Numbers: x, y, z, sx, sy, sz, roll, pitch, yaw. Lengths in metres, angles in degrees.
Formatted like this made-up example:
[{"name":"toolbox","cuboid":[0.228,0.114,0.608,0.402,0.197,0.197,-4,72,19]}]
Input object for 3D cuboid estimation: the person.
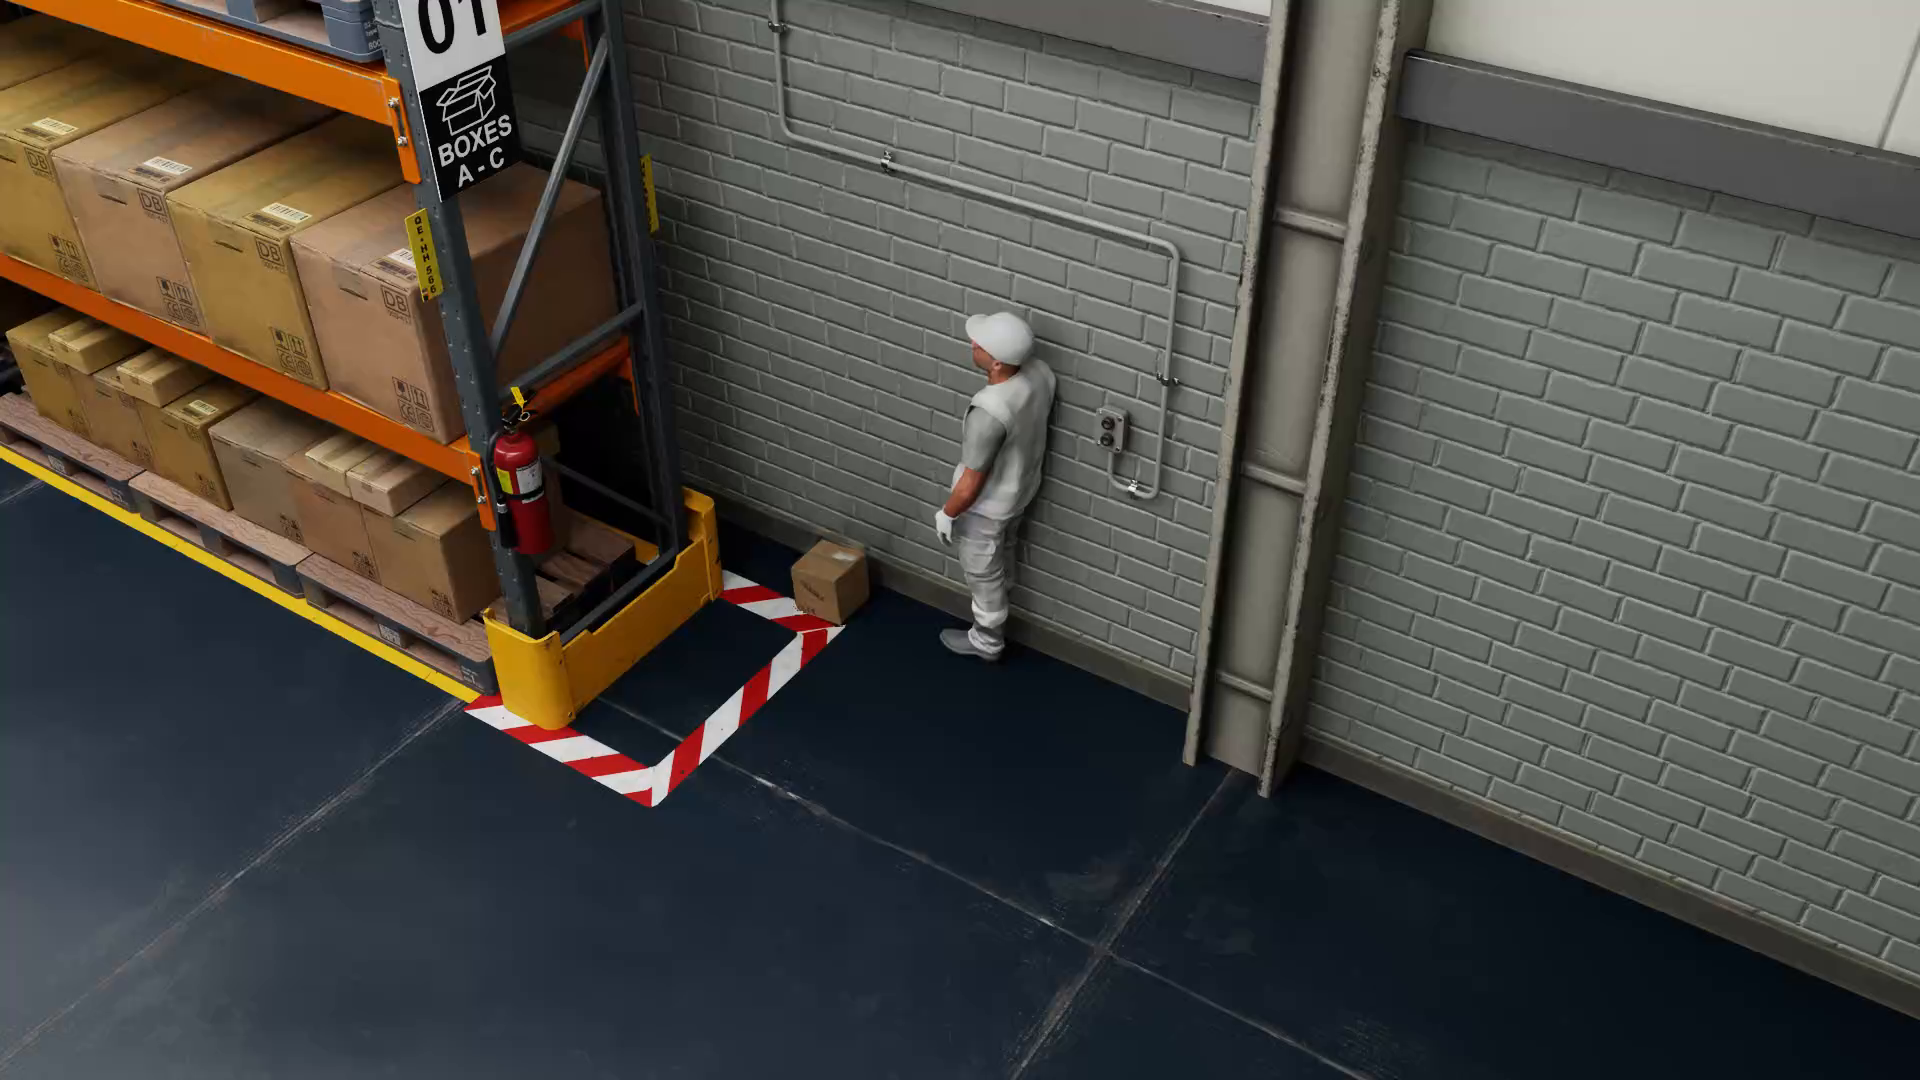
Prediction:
[{"name":"person","cuboid":[0.079,-0.224,6.933,0.566,1.788,0.620,22,43,26]}]
